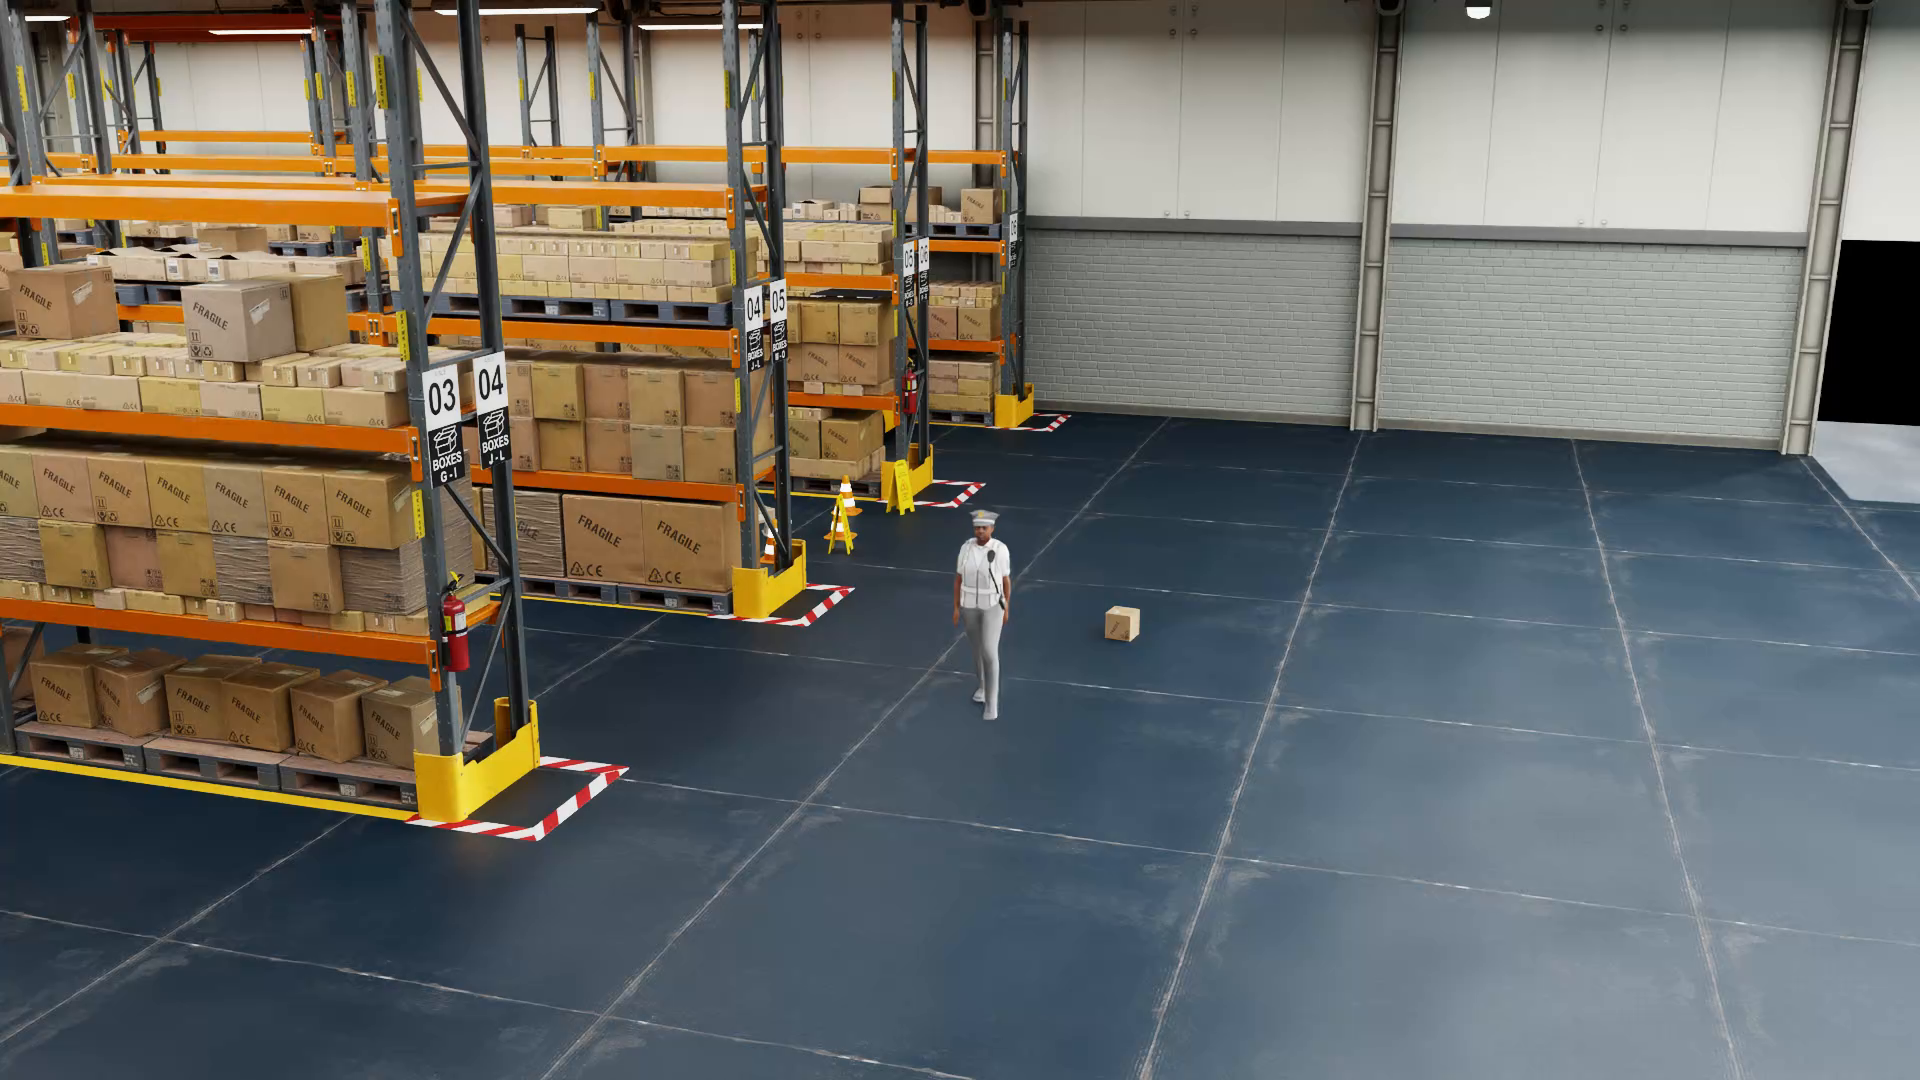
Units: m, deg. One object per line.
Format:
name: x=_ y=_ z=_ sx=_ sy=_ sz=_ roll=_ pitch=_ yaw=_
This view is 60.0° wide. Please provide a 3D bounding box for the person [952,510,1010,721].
person: x=0.166 y=0.601 z=13.744 sx=0.446 sy=1.759 sz=0.593 roll=5 pitch=16 yaw=19
